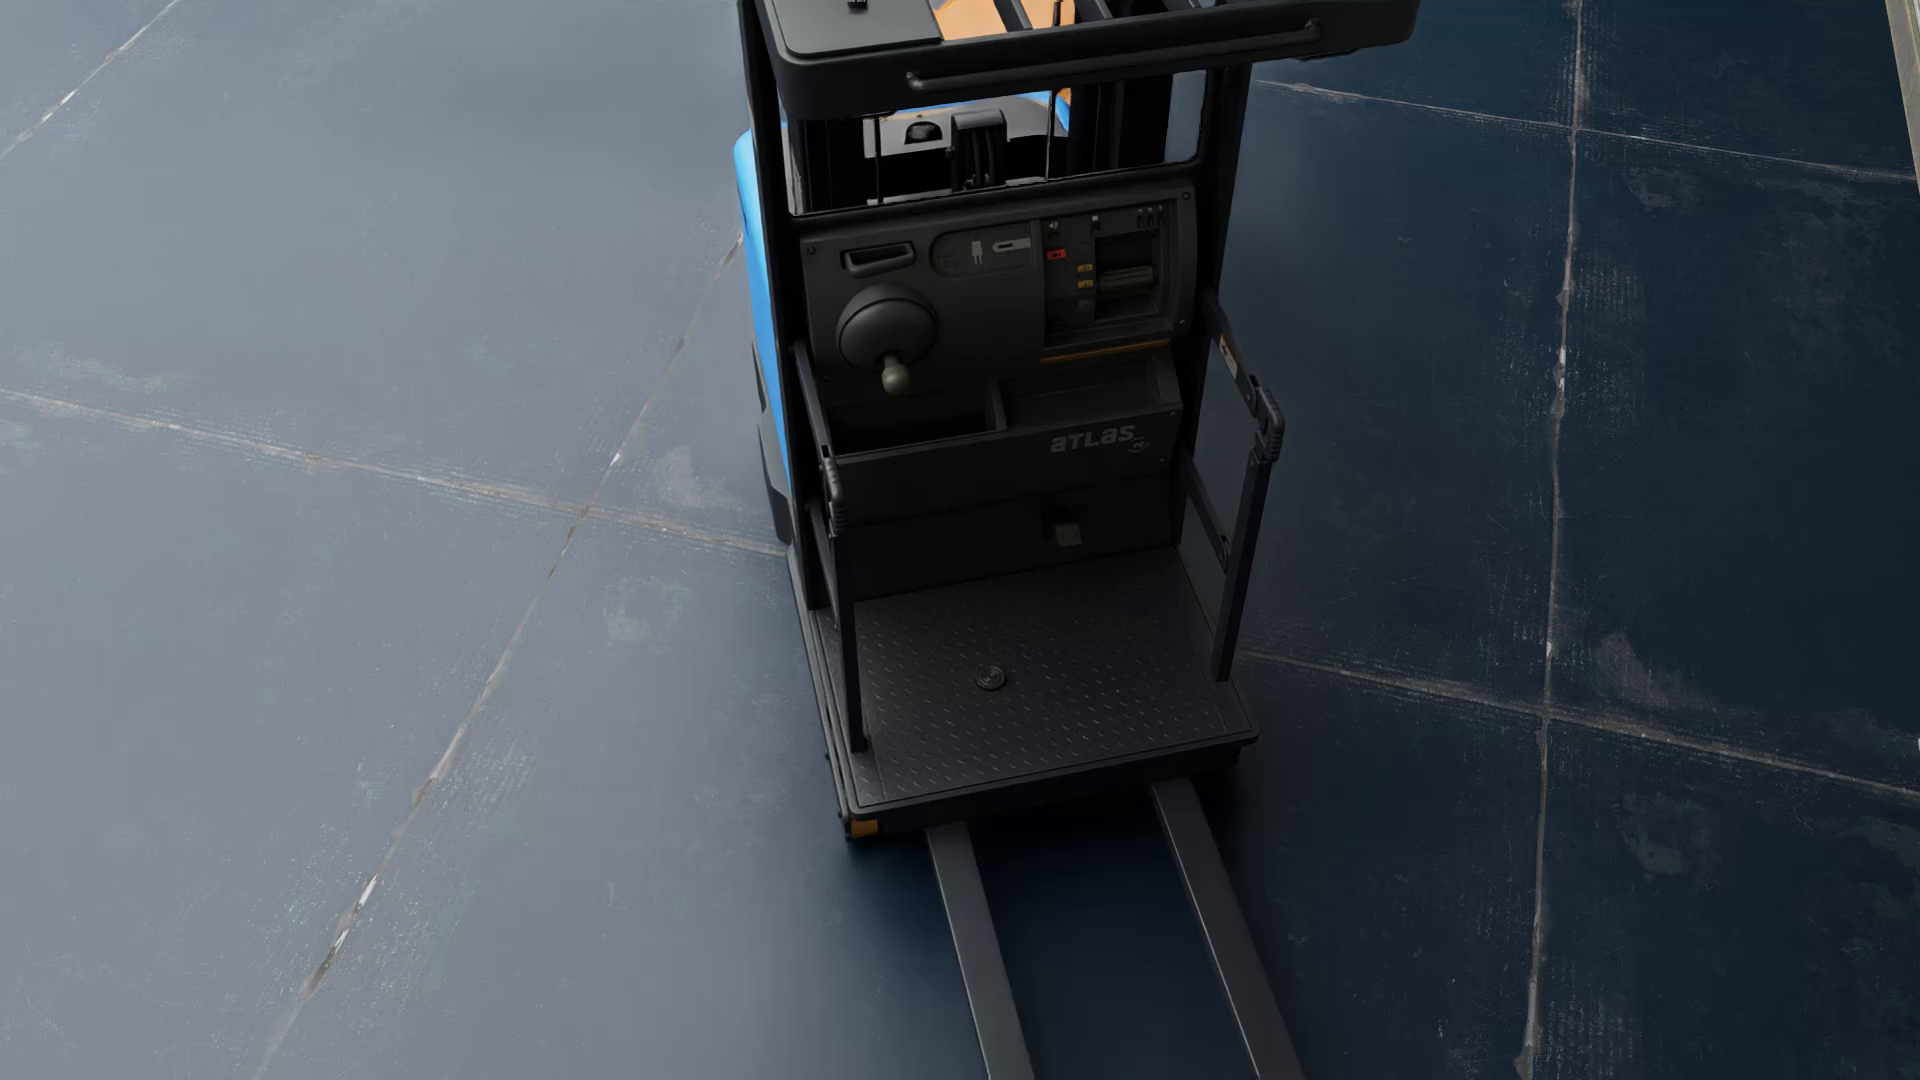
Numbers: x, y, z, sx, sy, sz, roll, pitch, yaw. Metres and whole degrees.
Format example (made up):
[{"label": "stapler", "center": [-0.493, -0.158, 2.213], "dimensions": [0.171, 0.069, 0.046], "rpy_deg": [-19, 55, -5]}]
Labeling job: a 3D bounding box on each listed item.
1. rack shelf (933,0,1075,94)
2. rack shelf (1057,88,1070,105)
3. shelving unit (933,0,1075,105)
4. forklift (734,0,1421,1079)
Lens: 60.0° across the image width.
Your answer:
[{"label": "rack shelf", "center": [0.239, -1.717, 5.625], "dimensions": [0.538, 0.278, 1.000], "rpy_deg": [24, 53, 20]}, {"label": "rack shelf", "center": [0.239, -1.362, 6.028], "dimensions": [0.538, 0.278, 1.000], "rpy_deg": [24, 53, 20]}, {"label": "shelving unit", "center": [0.239, -1.523, 5.844], "dimensions": [0.538, 1.125, 1.048], "rpy_deg": [24, 53, 20]}, {"label": "forklift", "center": [0.151, -0.482, 3.721], "dimensions": [1.130, 2.935, 3.031], "rpy_deg": [-10, 49, -9]}]
